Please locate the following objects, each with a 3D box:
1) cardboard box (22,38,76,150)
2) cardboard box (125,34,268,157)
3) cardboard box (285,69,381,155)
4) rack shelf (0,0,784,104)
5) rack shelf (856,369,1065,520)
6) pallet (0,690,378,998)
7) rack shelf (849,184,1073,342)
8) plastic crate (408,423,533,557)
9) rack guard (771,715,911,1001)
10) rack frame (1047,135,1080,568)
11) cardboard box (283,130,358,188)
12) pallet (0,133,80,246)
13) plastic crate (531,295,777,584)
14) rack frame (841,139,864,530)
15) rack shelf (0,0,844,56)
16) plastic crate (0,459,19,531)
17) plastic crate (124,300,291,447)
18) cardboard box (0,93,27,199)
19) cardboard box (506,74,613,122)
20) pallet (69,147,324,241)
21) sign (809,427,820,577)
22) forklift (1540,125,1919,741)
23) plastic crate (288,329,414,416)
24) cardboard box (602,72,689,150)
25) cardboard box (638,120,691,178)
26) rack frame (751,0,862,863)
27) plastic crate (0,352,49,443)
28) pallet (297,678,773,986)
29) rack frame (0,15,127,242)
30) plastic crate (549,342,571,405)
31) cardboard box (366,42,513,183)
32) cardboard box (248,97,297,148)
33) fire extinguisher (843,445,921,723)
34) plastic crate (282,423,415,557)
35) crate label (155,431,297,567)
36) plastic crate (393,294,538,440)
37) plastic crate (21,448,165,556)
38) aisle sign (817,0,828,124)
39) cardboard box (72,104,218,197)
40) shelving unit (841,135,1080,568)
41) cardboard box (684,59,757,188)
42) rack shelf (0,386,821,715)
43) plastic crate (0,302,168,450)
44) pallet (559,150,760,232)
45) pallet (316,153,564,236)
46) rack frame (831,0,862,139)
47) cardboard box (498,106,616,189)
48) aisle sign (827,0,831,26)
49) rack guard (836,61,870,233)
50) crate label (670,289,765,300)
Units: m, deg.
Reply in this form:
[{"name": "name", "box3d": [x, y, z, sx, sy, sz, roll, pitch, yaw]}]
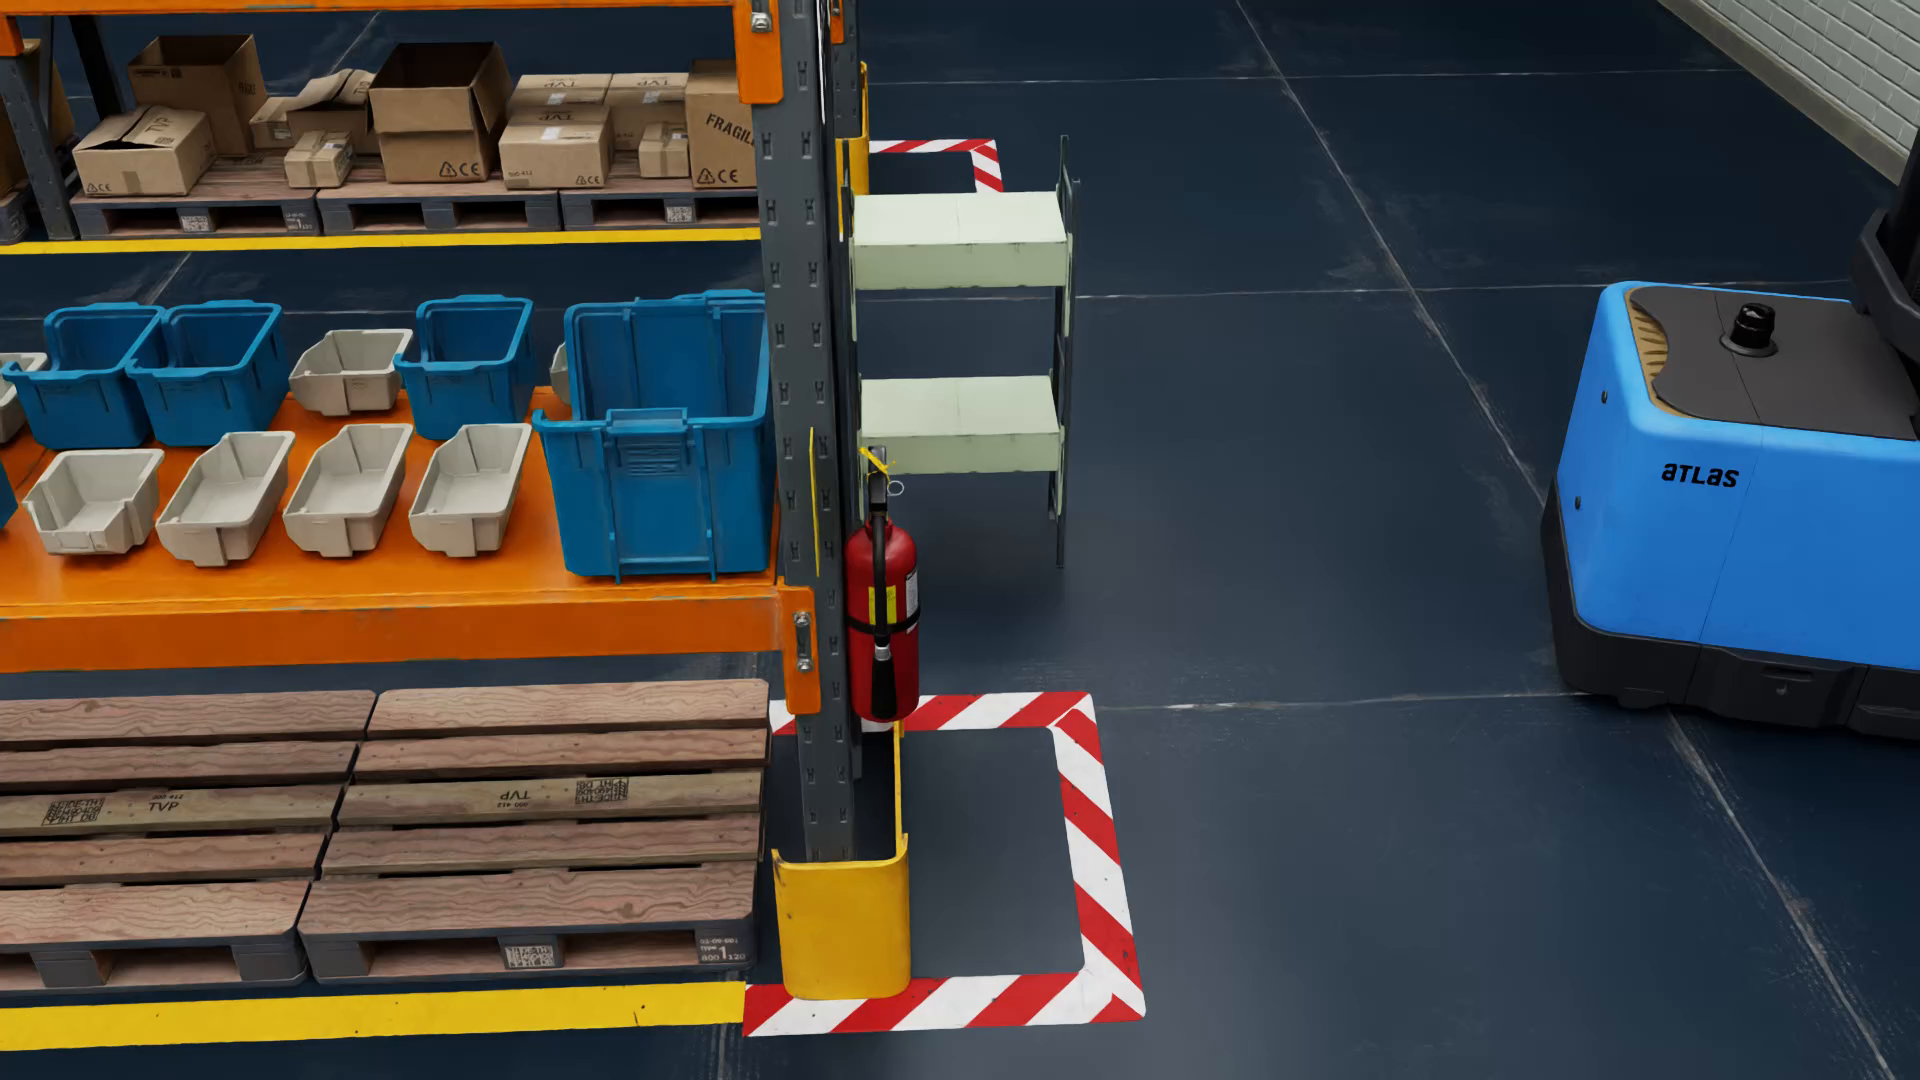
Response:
[{"name": "cardboard box", "box3d": [-5.076, -2.311, 8.763, 0.500, 0.500, 0.500, -3, 35, -4]}, {"name": "cardboard box", "box3d": [-4.025, -2.362, 8.837, 0.500, 0.500, 0.500, -2, 35, -2]}, {"name": "cardboard box", "box3d": [-3.276, -2.305, 8.920, 0.500, 0.311, 0.500, -2, 35, -2]}, {"name": "rack shelf", "box3d": [-2.353, -1.208, 3.356, 4.000, 0.370, 1.077, -2, 35, -2]}, {"name": "rack shelf", "box3d": [-0.007, -0.348, 6.008, 0.720, 0.370, 0.431, -2, 35, -2]}, {"name": "pallet", "box3d": [-2.396, 0.854, 4.831, 1.213, 0.211, 1.003, -2, 35, -2]}, {"name": "rack shelf", "box3d": [-0.007, -0.937, 5.601, 0.720, 0.370, 0.431, -2, 35, -2]}, {"name": "plastic crate", "box3d": [-1.161, -0.116, 3.960, 0.243, 0.136, 0.396, -2, 35, -2]}, {"name": "rack guard", "box3d": [-0.331, 0.695, 4.806, 0.348, 0.500, 1.175, -2, 35, -2]}, {"name": "rack frame", "box3d": [0.359, -0.626, 5.837, 0.023, 1.500, 0.400, -2, 35, -2]}, {"name": "cardboard box", "box3d": [-3.288, -1.966, 8.557, 0.250, 0.166, 0.380, -2, 35, -2]}, {"name": "pallet", "box3d": [-5.392, -1.842, 8.727, 1.213, 0.211, 1.003, -2, 35, -2]}, {"name": "plastic crate", "box3d": [-0.680, -0.248, 3.889, 0.499, 0.435, 0.616, -2, 35, -2]}, {"name": "rack frame", "box3d": [-0.372, -0.607, 5.809, 0.023, 1.500, 0.400, -2, 35, -2]}, {"name": "rack shelf", "box3d": [-2.583, -2.790, 8.278, 4.000, 0.370, 1.077, -2, 35, -2]}, {"name": "plastic crate", "box3d": [-2.394, -0.079, 3.823, 0.300, 0.233, 0.416, -2, 35, -2]}, {"name": "plastic crate", "box3d": [-1.932, -0.425, 4.323, 0.300, 0.233, 0.416, -2, 35, -2]}, {"name": "cardboard box", "box3d": [-5.060, -2.009, 8.327, 0.500, 0.500, 0.500, -2, 35, -2]}, {"name": "cardboard box", "box3d": [-2.141, -2.310, 8.982, 0.500, 0.250, 0.500, -2, 35, -2]}, {"name": "pallet", "box3d": [-3.895, -1.904, 8.815, 1.213, 0.211, 1.003, -2, 35, -2]}, {"name": "sign", "box3d": [-0.313, -0.079, 3.585, 0.005, 0.325, 0.100, -2, 35, -2]}, {"name": "forklift", "box3d": [3.550, -0.772, 4.789, 3.031, 2.935, 1.130, 7, 35, 10]}, {"name": "plastic crate", "box3d": [-1.619, -0.441, 4.431, 0.298, 0.136, 0.250, -2, 35, -2]}, {"name": "cardboard box", "box3d": [-1.642, -2.324, 9.001, 0.500, 0.250, 0.500, -2, 35, -2]}, {"name": "cardboard box", "box3d": [-1.526, -2.042, 8.667, 0.250, 0.166, 0.380, -2, 35, -2]}, {"name": "rack frame", "box3d": [-0.355, -0.324, 4.083, 0.127, 3.000, 1.000, -2, 35, -2]}, {"name": "plastic crate", "box3d": [-2.625, -0.351, 4.300, 0.466, 0.136, 0.293, -2, 35, -2]}, {"name": "pallet", "box3d": [-1.180, 0.822, 4.876, 1.213, 0.211, 1.003, -2, 35, -2]}, {"name": "rack frame", "box3d": [-4.581, -3.032, 7.996, 0.127, 3.000, 1.000, -2, 35, -2]}, {"name": "plastic crate", "box3d": [-0.941, -0.460, 4.457, 0.298, 0.136, 0.250, -2, 35, -2]}, {"name": "cardboard box", "box3d": [-2.705, -2.240, 8.658, 0.637, 0.503, 0.797, -2, 35, -2]}, {"name": "cardboard box", "box3d": [-3.654, -2.262, 9.001, 0.250, 0.149, 0.380, -2, 35, -2]}, {"name": "fire extinguisher", "box3d": [-0.183, 0.115, 3.844, 0.183, 0.674, 0.296, -2, 35, -2]}, {"name": "plastic crate", "box3d": [-1.451, -0.116, 3.961, 0.243, 0.136, 0.396, -2, 35, -2]}, {"name": "crate label", "box3d": [-1.728, -0.095, 3.930, 0.243, 0.136, 0.396, -2, 35, -2]}, {"name": "plastic crate", "box3d": [-1.275, -0.443, 4.349, 0.300, 0.233, 0.416, -2, 35, -2]}, {"name": "plastic crate", "box3d": [-2.023, -0.076, 3.903, 0.250, 0.136, 0.298, -2, 35, -2]}, {"name": "aisle sign", "box3d": [-0.269, -1.229, 3.105, 0.004, 0.787, 0.394, -2, 35, -2]}, {"name": "cardboard box", "box3d": [-4.152, -1.996, 8.474, 0.500, 0.311, 0.500, -2, 35, -2]}, {"name": "shelving unit", "box3d": [-0.007, -0.617, 5.823, 0.755, 1.500, 0.431, -2, 35, -2]}, {"name": "cardboard box", "box3d": [-1.117, -2.139, 8.514, 0.500, 0.500, 0.500, -2, 35, -2]}, {"name": "rack shelf", "box3d": [-2.353, 0.025, 4.210, 4.000, 0.370, 1.077, -2, 35, -2]}, {"name": "plastic crate", "box3d": [-2.232, -0.417, 4.311, 0.300, 0.233, 0.416, -2, 35, -2]}, {"name": "pallet", "box3d": [-1.458, -1.969, 8.910, 1.213, 0.211, 1.003, -2, 35, -2]}, {"name": "pallet", "box3d": [-2.673, -1.938, 8.865, 1.213, 0.211, 1.003, -2, 35, -2]}, {"name": "rack frame", "box3d": [-0.586, -3.140, 8.152, 0.127, 3.000, 1.000, -2, 35, -2]}, {"name": "cardboard box", "box3d": [-2.067, -2.027, 8.573, 0.500, 0.250, 0.500, -2, 35, -2]}, {"name": "aisle sign", "box3d": [-0.297, -1.564, 3.590, 0.004, 0.787, 0.394, -2, 35, -2]}, {"name": "rack guard", "box3d": [-0.661, -2.110, 8.860, 0.348, 0.500, 1.175, -2, 35, -2]}, {"name": "crate label", "box3d": [-0.617, -0.461, 4.374, 0.303, 0.233, 0.416, -2, 35, -2]}]
